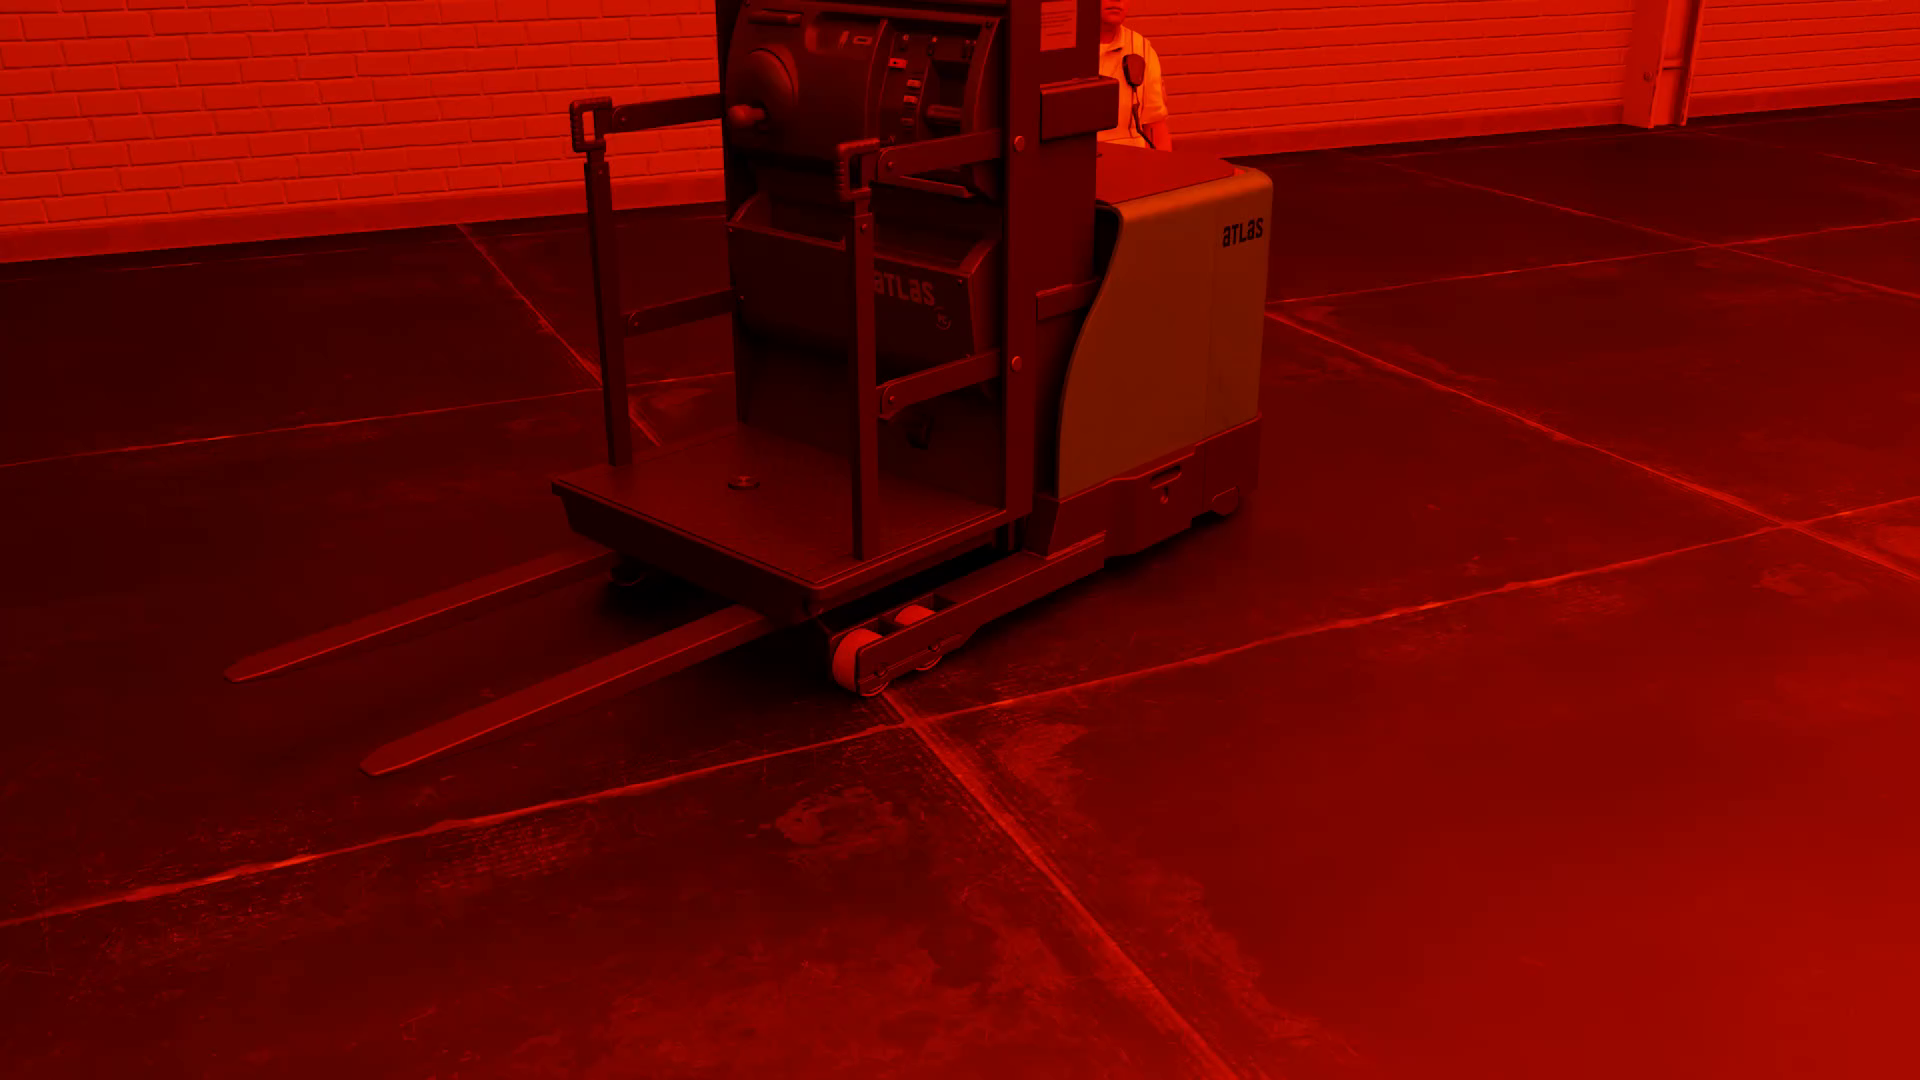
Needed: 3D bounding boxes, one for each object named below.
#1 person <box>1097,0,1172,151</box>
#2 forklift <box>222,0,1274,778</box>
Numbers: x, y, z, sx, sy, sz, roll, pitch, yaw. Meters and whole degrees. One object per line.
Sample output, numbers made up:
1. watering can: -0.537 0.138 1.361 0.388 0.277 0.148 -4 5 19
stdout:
1. person: 0.418 -1.066 5.482 0.598 1.670 0.529 -2 23 -4
2. forklift: -0.413 -1.182 4.131 1.130 2.935 3.031 19 29 39
